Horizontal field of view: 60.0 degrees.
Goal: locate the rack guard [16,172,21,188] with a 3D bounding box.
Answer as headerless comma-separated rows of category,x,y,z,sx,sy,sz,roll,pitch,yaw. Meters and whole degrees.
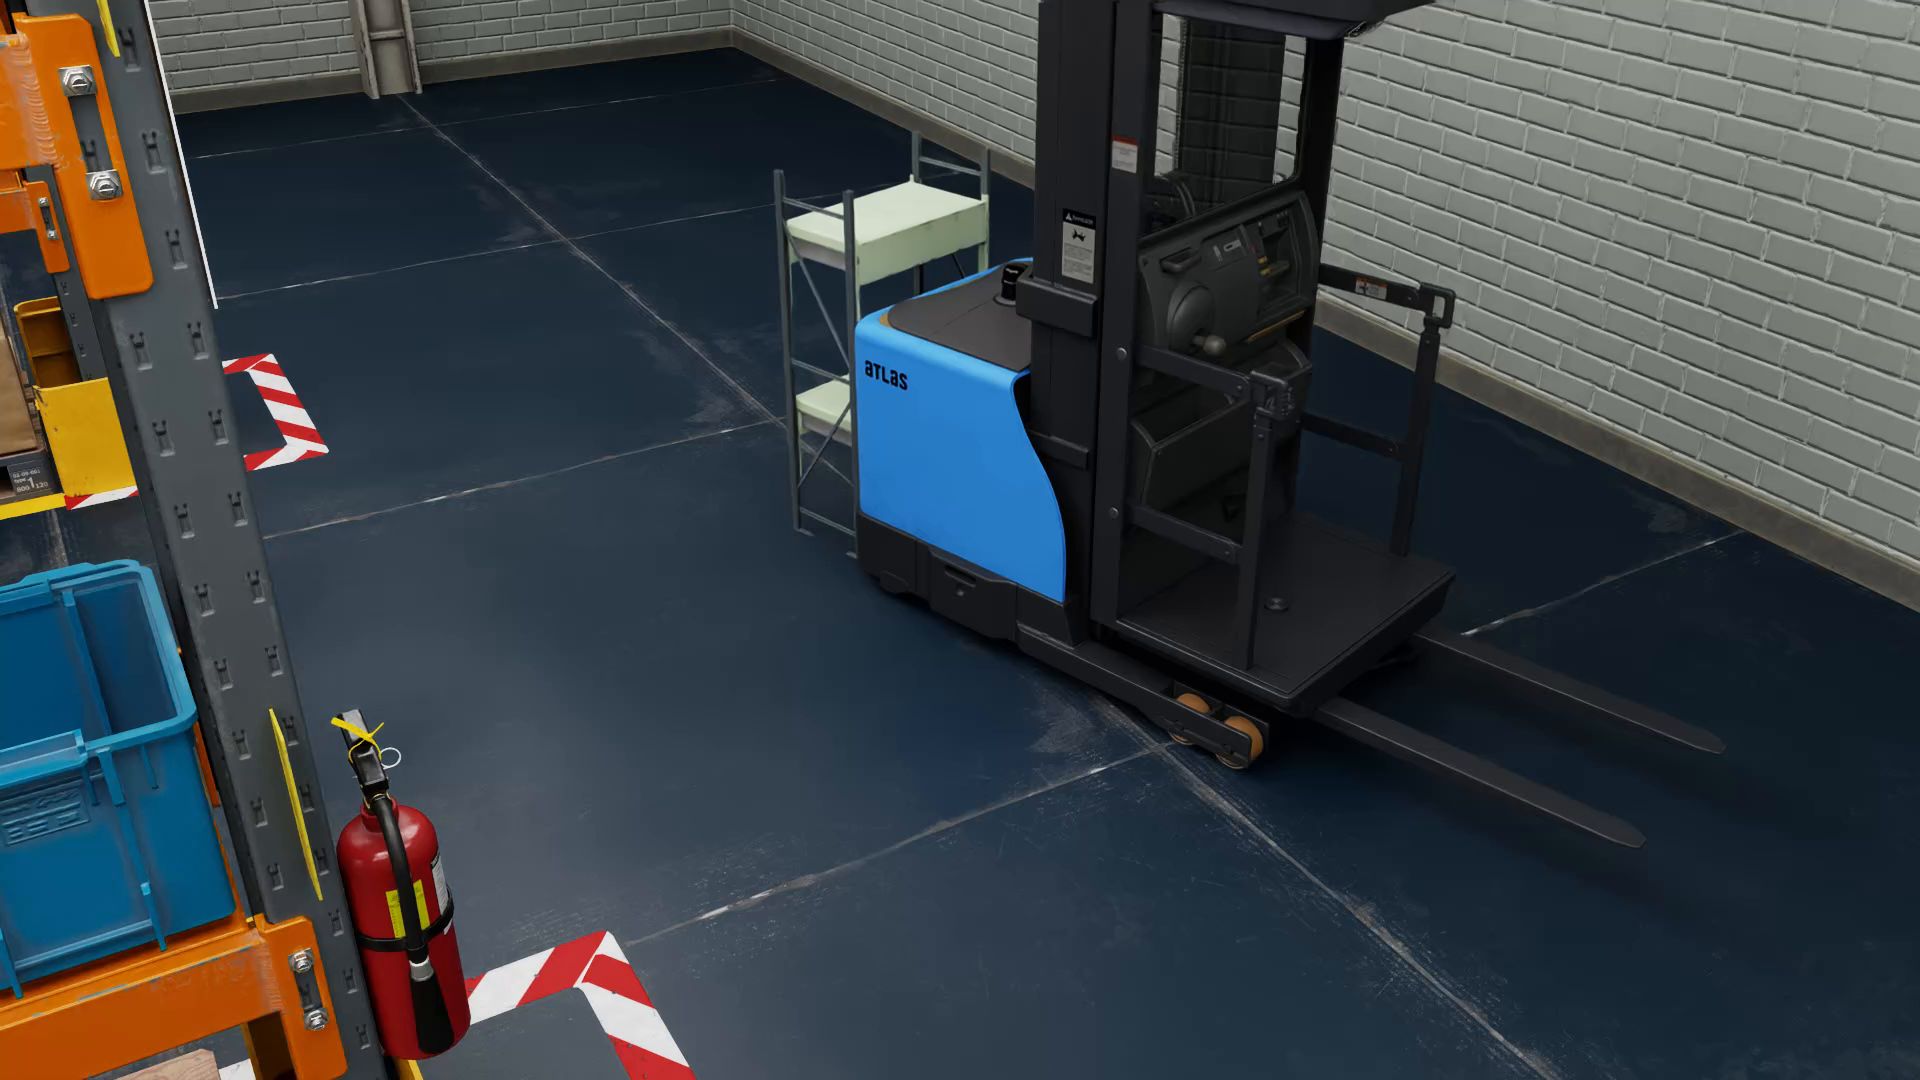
rack guard,-6.367,-2.761,11.235,0.348,0.500,1.175,-16,33,-26

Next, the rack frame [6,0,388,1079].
rack frame,-1.369,0.278,3.142,0.127,3.000,1.000,-16,33,-26

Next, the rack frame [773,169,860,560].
rack frame,-0.530,-0.638,6.353,0.400,1.500,0.023,24,37,36

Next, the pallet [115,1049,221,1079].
pallet,-2.099,1.684,3.480,1.213,0.211,1.003,-16,33,-26

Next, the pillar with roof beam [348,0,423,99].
pillar with roof beam,-2.317,-5.704,7.772,0.400,9.000,9.100,-16,33,-26

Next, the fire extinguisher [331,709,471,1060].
fire extinguisher,-1.008,0.627,2.975,0.183,0.674,0.296,-16,33,-26

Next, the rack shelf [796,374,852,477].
rack shelf,-0.282,-0.483,6.747,0.431,0.370,0.720,24,37,36

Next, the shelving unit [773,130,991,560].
shelving unit,-0.283,-0.768,6.589,0.431,1.500,0.755,24,37,36

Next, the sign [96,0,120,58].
sign,-1.076,-0.765,2.035,0.005,0.325,0.100,-16,33,-26

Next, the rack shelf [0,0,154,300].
rack shelf,-3.093,-0.231,1.704,4.000,0.370,1.077,-16,33,-26

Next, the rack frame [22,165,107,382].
rack frame,-3.875,-1.787,6.883,0.127,3.000,1.000,-16,33,-26

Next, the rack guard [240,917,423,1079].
rack guard,-1.354,1.361,3.767,0.348,0.500,1.175,-16,33,-26

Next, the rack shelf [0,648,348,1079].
rack shelf,-3.093,1.082,2.429,4.000,0.370,1.077,-16,33,-26

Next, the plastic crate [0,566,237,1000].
plastic crate,-1.563,0.396,2.830,0.499,0.435,0.616,-16,33,-26

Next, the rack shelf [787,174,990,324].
rack shelf,-0.283,-1.110,6.401,0.431,0.370,0.720,24,37,36

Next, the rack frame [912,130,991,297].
rack frame,-0.035,-0.899,6.826,0.400,1.500,0.023,24,37,36

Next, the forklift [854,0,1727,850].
forklift,1.030,-0.827,5.216,3.031,2.935,1.130,24,37,36

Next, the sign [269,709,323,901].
sign,-1.076,0.431,2.695,0.005,0.325,0.100,-16,33,-26

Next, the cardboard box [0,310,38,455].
cardboard box,-4.219,-0.649,6.954,0.500,0.500,0.500,-16,33,-26

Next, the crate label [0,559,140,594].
crate label,-1.748,0.248,3.307,0.303,0.233,0.416,-16,33,-26

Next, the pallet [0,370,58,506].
pallet,-4.627,-0.352,7.169,1.213,0.211,1.003,-16,33,-26

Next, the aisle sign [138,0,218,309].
aisle sign,-1.158,-0.756,2.325,0.004,0.787,0.394,-16,33,-26

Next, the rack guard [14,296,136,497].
rack guard,-3.940,-0.674,7.453,0.348,0.500,1.175,-16,33,-26

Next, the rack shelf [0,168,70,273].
rack shelf,-5.599,-0.982,6.170,4.000,0.370,1.077,-16,33,-26

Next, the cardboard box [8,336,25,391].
cardboard box,-4.410,-0.772,7.539,0.250,0.149,0.380,-16,33,-26
